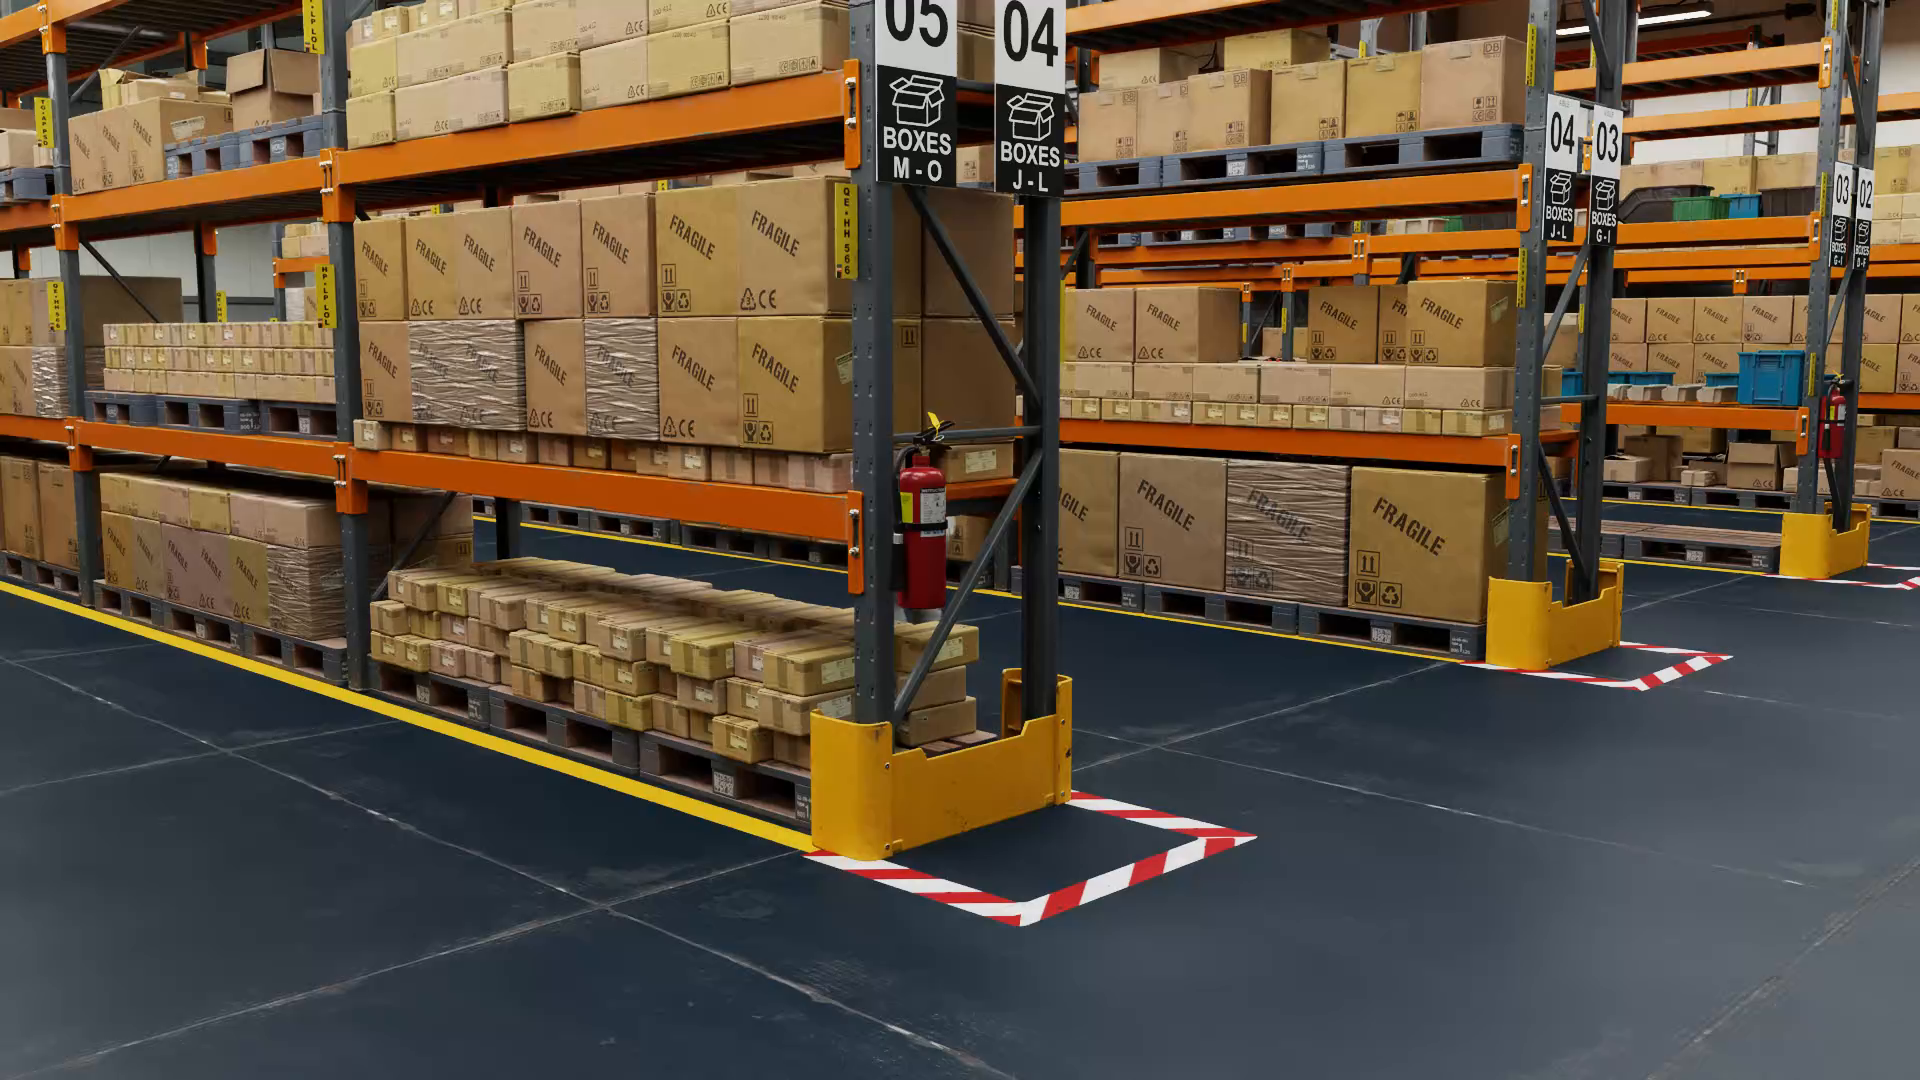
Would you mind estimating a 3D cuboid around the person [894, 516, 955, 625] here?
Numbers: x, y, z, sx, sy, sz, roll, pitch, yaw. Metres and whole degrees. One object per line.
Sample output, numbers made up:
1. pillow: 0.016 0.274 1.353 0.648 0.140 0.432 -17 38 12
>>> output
1. person: -0.277 -0.055 8.602 0.456 1.765 0.542 6 9 41
